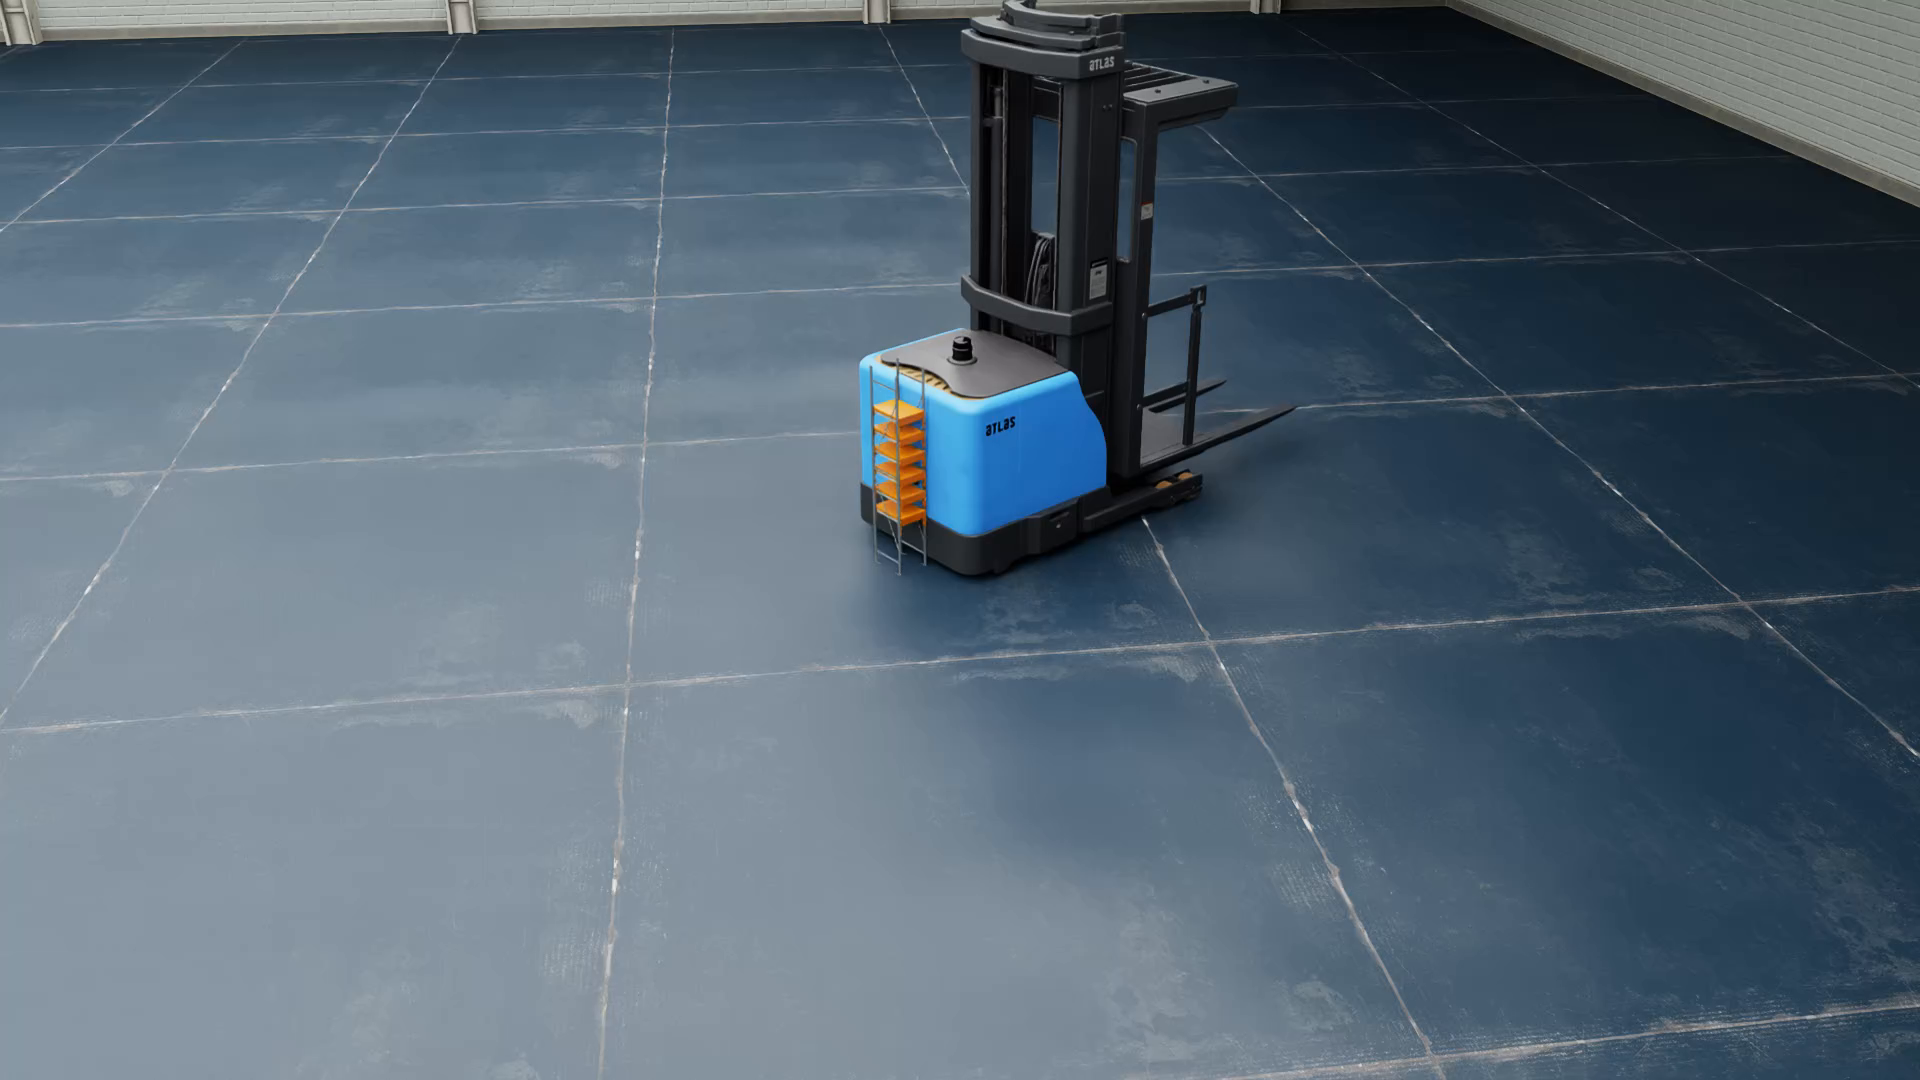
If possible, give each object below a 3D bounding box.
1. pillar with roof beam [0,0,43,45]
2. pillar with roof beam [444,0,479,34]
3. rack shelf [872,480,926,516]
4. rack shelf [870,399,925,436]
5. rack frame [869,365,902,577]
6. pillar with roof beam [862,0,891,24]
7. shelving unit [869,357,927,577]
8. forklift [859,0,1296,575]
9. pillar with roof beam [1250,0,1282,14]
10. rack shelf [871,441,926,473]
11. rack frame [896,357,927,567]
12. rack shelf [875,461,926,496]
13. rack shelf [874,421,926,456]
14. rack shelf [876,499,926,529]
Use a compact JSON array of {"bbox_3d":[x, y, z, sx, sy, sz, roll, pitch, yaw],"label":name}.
[{"bbox_3d":[-12.530,-9.041,17.514,0.400,9.000,9.100,-4,27,-7],"label":"pillar with roof beam"},{"bbox_3d":[-6.589,-9.423,18.258,0.400,9.000,9.100,-4,27,-7],"label":"pillar with roof beam"},{"bbox_3d":[-0.339,-0.248,9.278,0.180,0.103,0.258,-21,34,-35],"label":"rack shelf"},{"bbox_3d":[-0.339,-0.675,9.059,0.180,0.103,0.258,-21,34,-35],"label":"rack shelf"},{"bbox_3d":[-0.409,-0.367,9.150,0.006,1.200,0.240,-21,34,-35],"label":"rack frame"},{"bbox_3d":[-0.647,-9.805,19.001,0.400,9.000,9.100,-4,27,-7],"label":"pillar with roof beam"},{"bbox_3d":[-0.339,-0.394,9.203,0.189,1.200,0.258,-21,34,-35],"label":"shelving unit"},{"bbox_3d":[0.860,-1.657,9.768,3.031,2.935,1.130,-21,34,-35],"label":"forklift"},{"bbox_3d":[5.294,-10.186,19.745,0.400,9.000,9.100,-4,27,-7],"label":"pillar with roof beam"},{"bbox_3d":[-0.339,-0.461,9.169,0.180,0.103,0.258,-21,34,-35],"label":"rack shelf"},{"bbox_3d":[-0.270,-0.421,9.256,0.006,1.200,0.240,-21,34,-35],"label":"rack frame"},{"bbox_3d":[-0.339,-0.354,9.224,0.180,0.103,0.258,-21,34,-35],"label":"rack shelf"},{"bbox_3d":[-0.339,-0.568,9.114,0.180,0.103,0.258,-21,34,-35],"label":"rack shelf"},{"bbox_3d":[-0.339,-0.141,9.333,0.180,0.103,0.258,-21,34,-35],"label":"rack shelf"}]
